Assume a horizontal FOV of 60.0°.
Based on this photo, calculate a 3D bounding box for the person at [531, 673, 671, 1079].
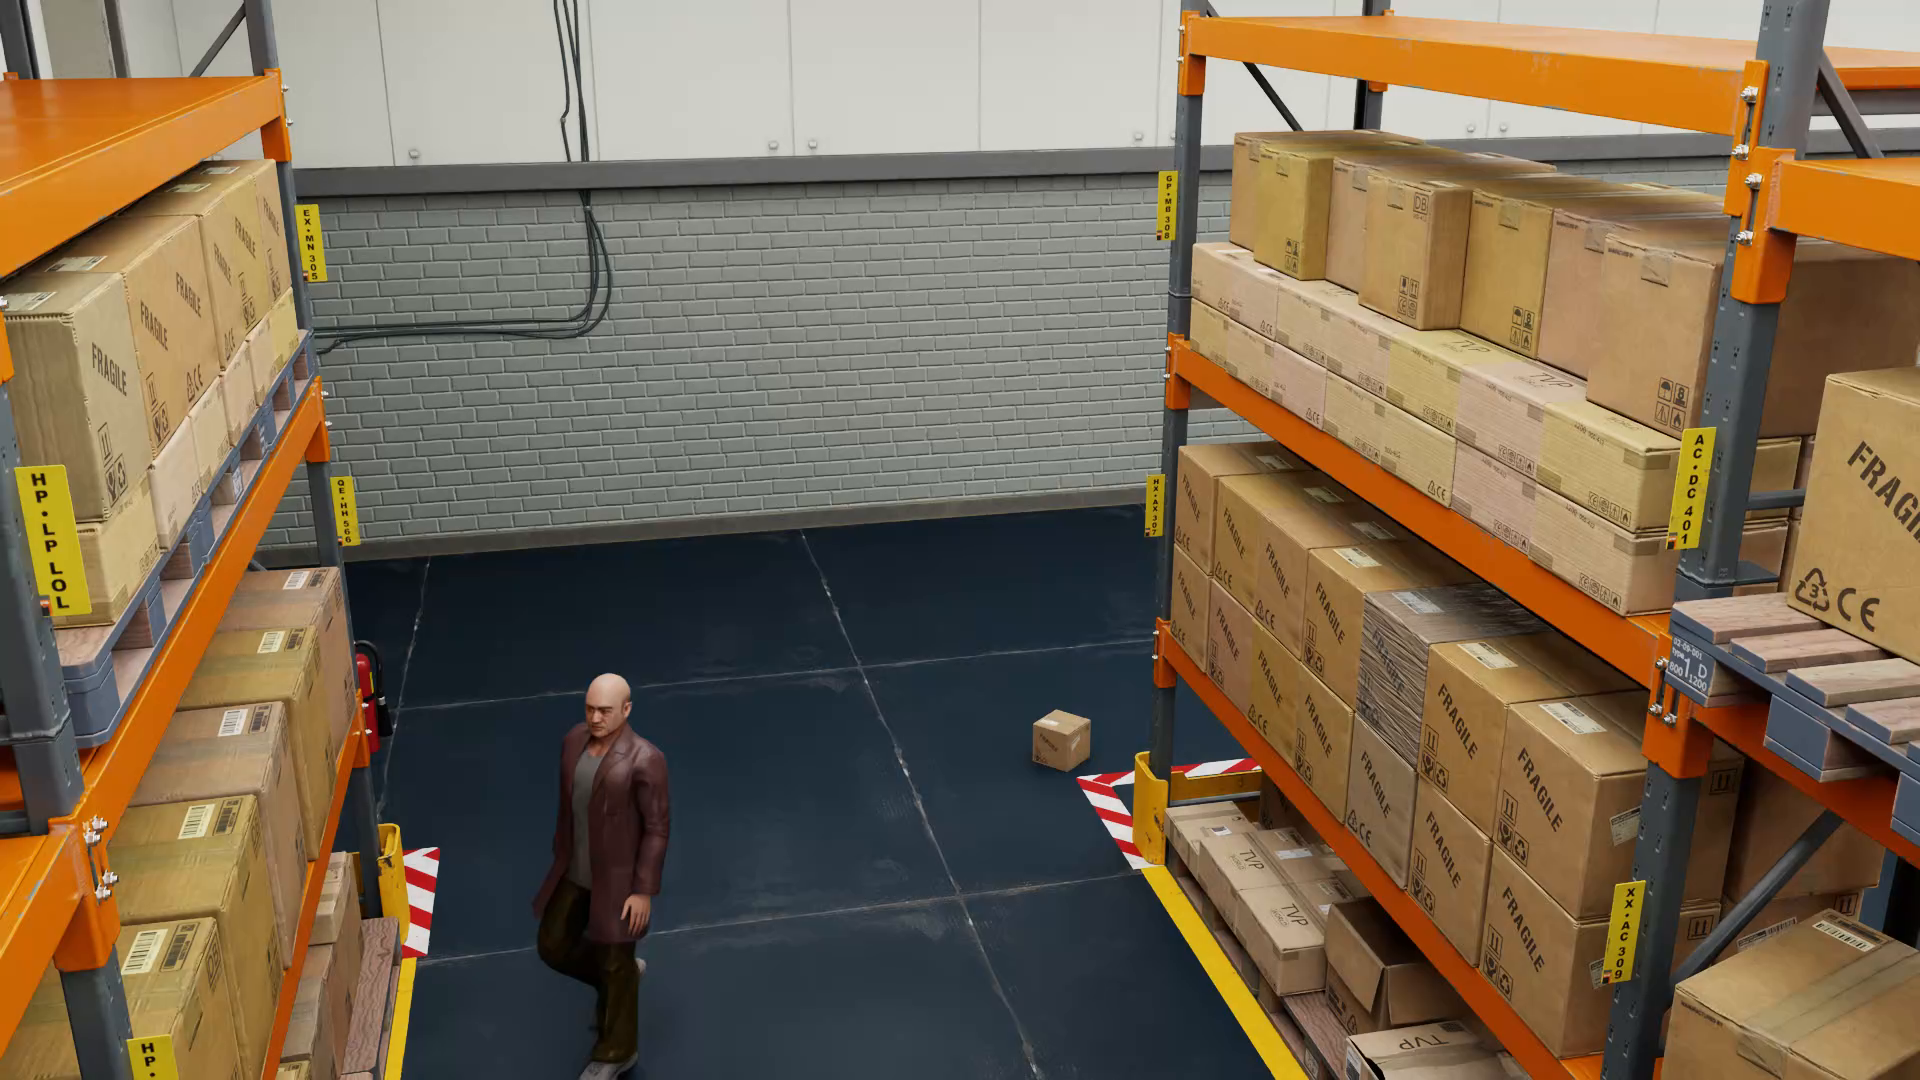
[{"bbox_3d":[-1.522,1.425,6.950,0.617,1.777,0.601,11,22,29],"label":"person"}]
